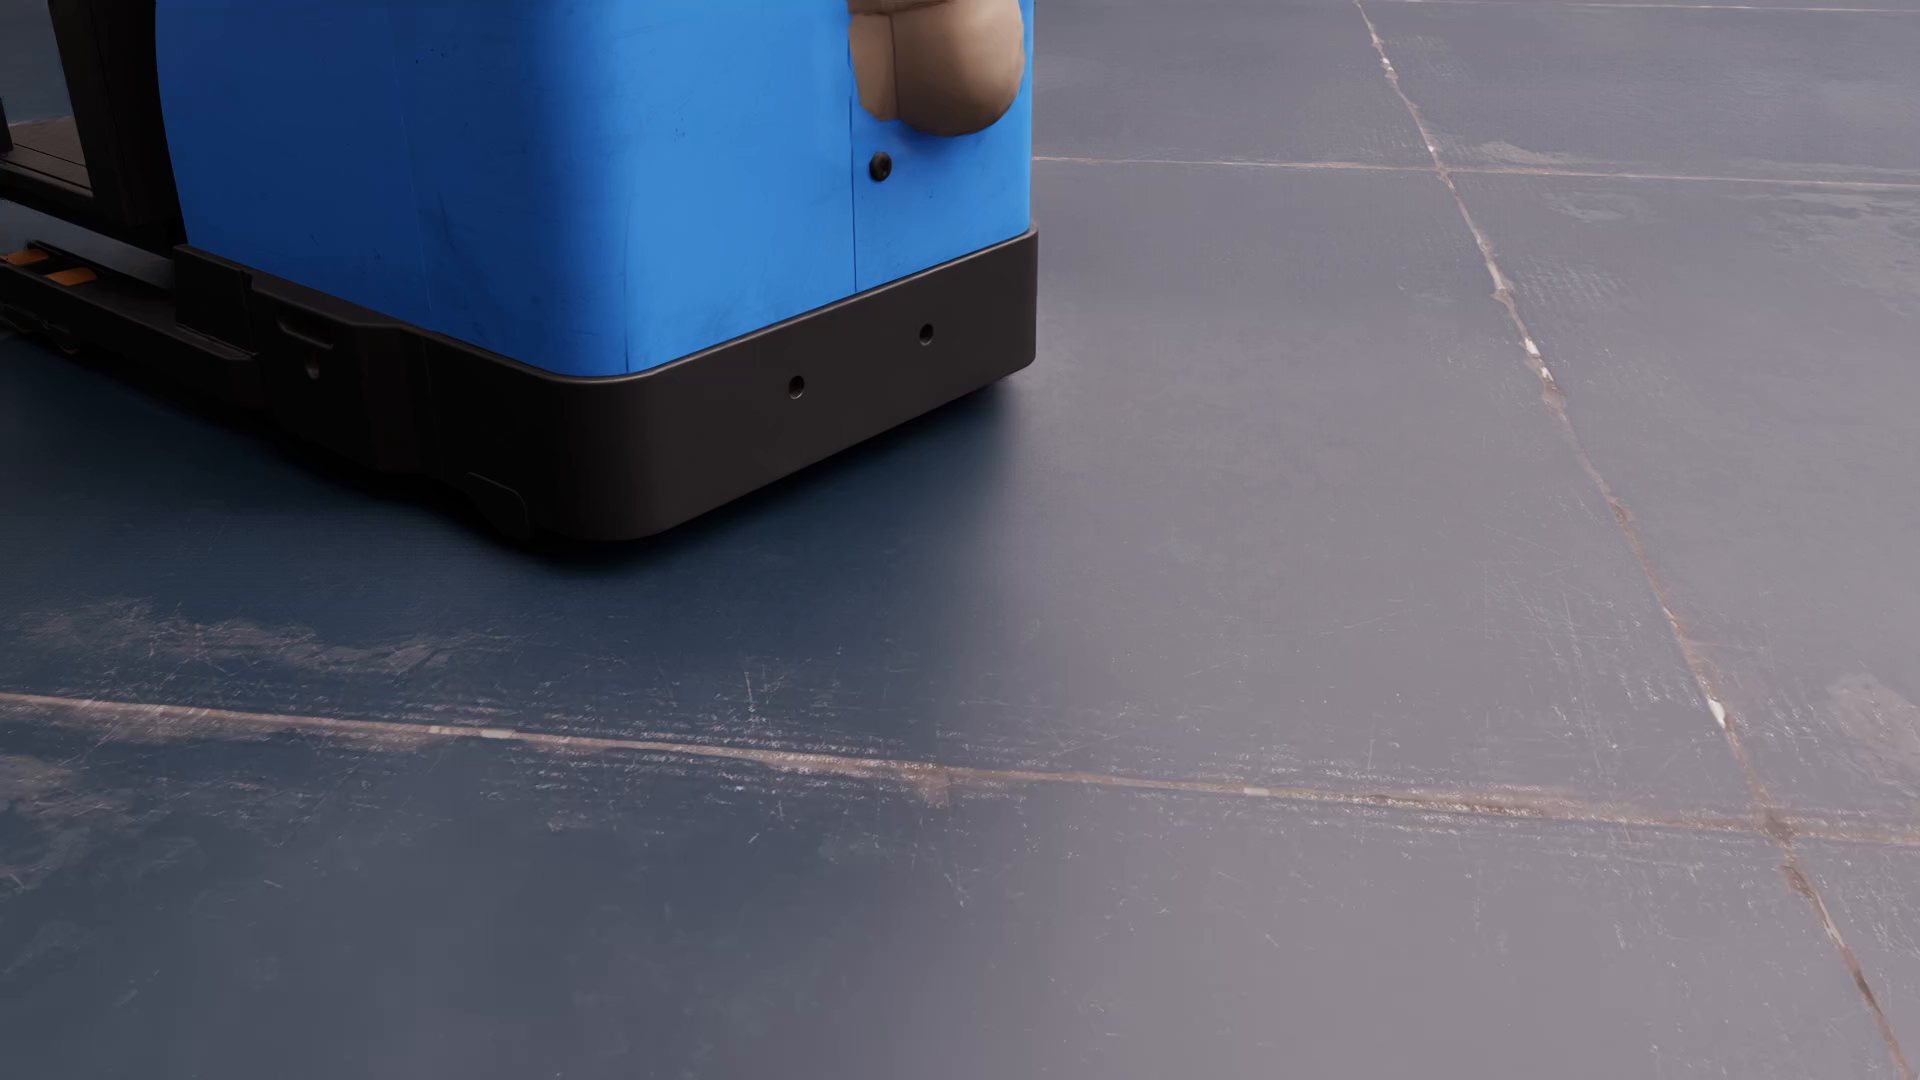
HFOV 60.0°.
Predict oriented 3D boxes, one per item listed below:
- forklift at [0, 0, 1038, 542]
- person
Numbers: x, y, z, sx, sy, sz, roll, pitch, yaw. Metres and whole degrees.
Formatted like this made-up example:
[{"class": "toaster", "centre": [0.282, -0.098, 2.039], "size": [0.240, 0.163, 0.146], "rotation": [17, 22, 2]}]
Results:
[{"class": "forklift", "centre": [-1.326, -1.832, 2.890], "size": [3.031, 2.935, 1.130], "rotation": [20, 33, 34]}, {"class": "person", "centre": [-0.159, -0.910, 2.712], "size": [0.950, 1.541, 0.788], "rotation": [-4, 27, -7]}]
